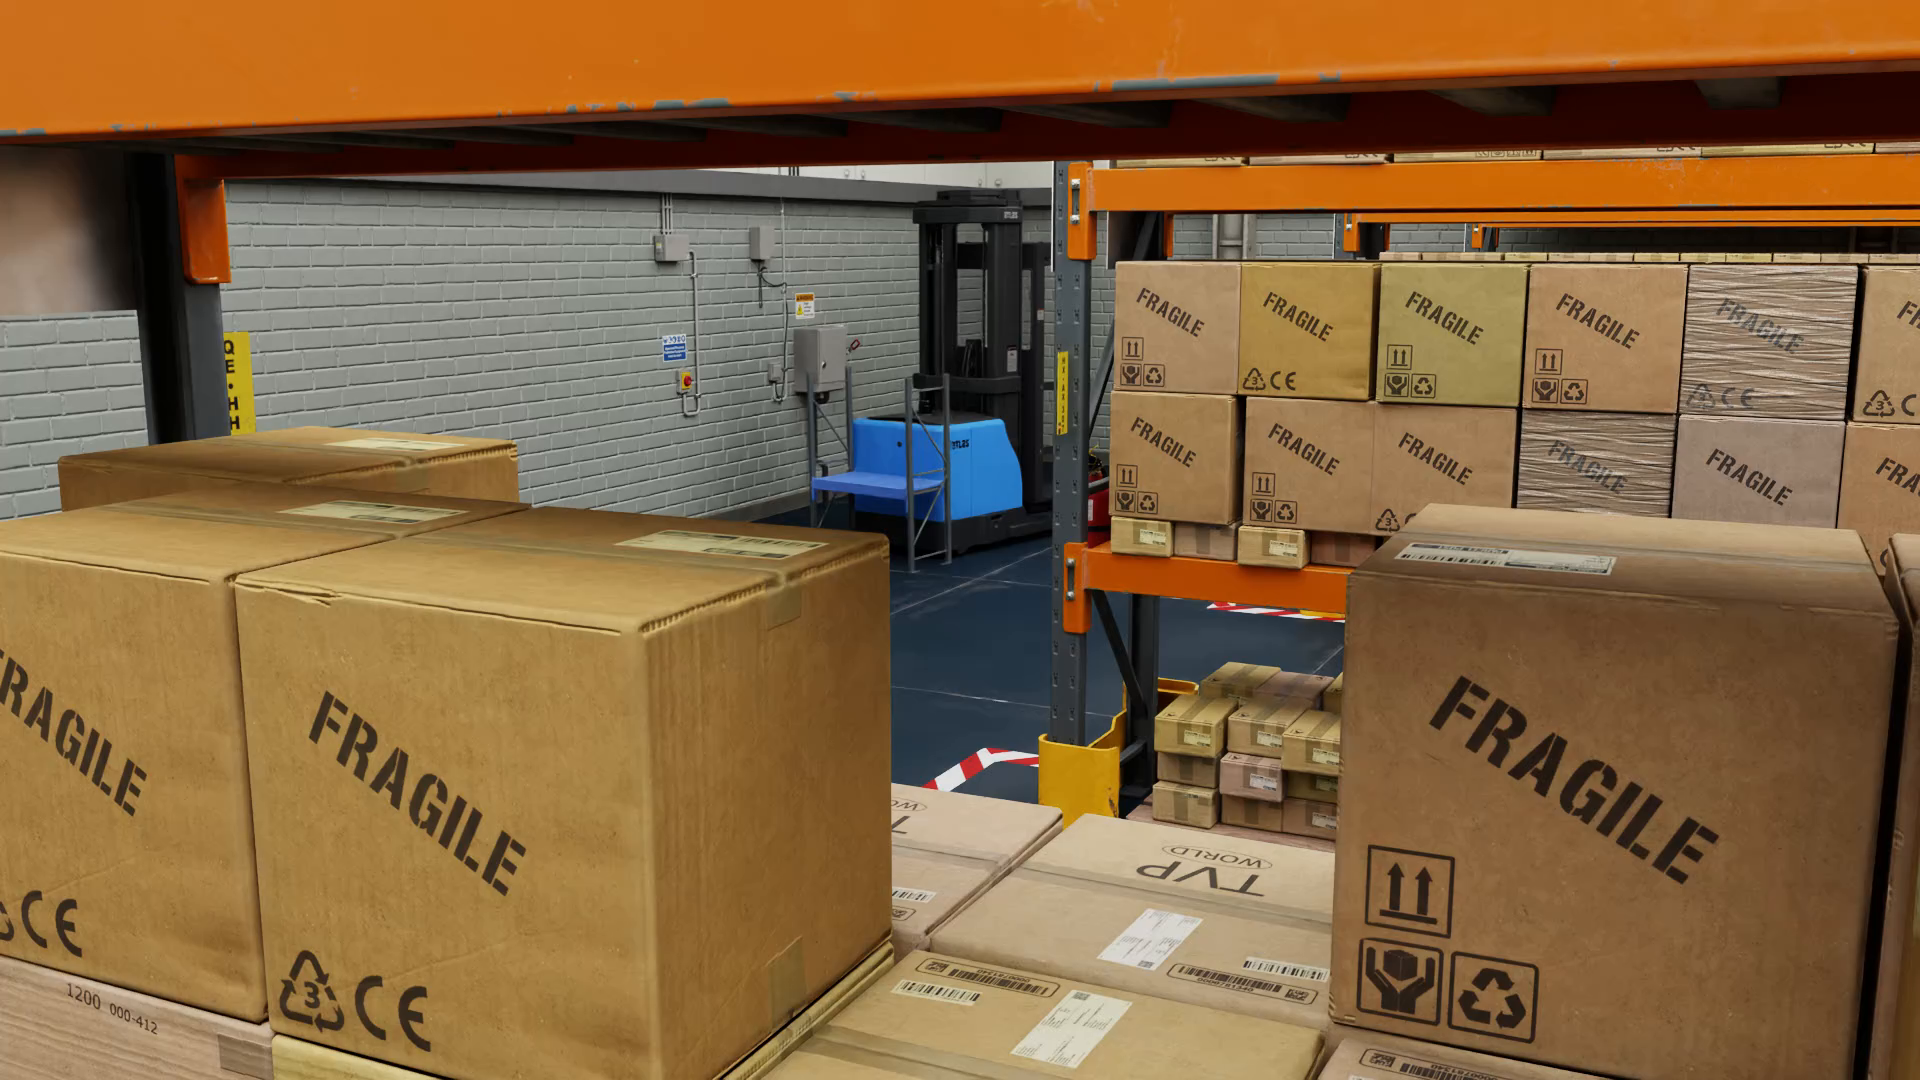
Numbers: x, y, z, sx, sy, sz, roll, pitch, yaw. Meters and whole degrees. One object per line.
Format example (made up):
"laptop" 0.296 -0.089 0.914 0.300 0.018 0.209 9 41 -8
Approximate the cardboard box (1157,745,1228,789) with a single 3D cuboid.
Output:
"cardboard box" 1.005 0.889 6.886 0.250 0.149 0.380 6 12 28

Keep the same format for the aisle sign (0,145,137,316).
"aisle sign" -1.569 -0.792 2.882 0.004 0.787 0.394 5 11 26

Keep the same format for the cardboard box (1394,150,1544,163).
"cardboard box" 1.876 -1.488 6.030 0.500 0.250 0.500 5 11 24

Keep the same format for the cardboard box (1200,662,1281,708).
"cardboard box" 1.235 0.662 7.307 0.250 0.149 0.380 5 11 26

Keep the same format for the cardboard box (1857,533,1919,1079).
"cardboard box" 1.196 0.296 1.652 0.500 0.500 0.500 5 11 26

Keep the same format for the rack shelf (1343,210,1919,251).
"rack shelf" 4.542 -2.006 10.489 4.000 0.370 1.077 5 11 26

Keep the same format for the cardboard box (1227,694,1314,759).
"cardboard box" 1.268 0.758 6.772 0.250 0.149 0.380 5 12 27

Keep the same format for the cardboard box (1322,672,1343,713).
"cardboard box" 1.724 0.691 7.147 0.250 0.149 0.380 5 11 25

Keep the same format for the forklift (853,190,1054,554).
"forklift" 0.414 -1.540 14.507 1.130 2.935 3.031 8 13 38

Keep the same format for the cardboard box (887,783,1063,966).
"cardboard box" -0.174 0.544 2.385 0.500 0.250 0.500 5 11 24

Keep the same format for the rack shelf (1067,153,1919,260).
"rack shelf" 2.442 -1.207 6.077 4.000 0.370 1.077 5 11 26

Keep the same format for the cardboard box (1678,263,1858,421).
"cardboard box" 2.776 -0.692 5.706 0.500 0.500 0.500 5 12 27

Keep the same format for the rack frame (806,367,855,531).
"rack frame" -1.040 -0.630 13.473 0.032 1.500 0.500 8 14 38

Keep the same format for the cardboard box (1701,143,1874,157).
"cardboard box" 2.778 -1.407 5.579 0.500 0.250 0.500 5 11 25

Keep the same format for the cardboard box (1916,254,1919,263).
"cardboard box" 5.730 -1.598 9.729 0.250 0.149 0.380 5 12 27

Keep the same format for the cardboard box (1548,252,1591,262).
"cardboard box" 3.896 -1.752 10.576 0.250 0.149 0.380 5 11 26

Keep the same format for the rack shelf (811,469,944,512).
"rack shelf" -0.639 -0.398 13.198 1.000 0.185 0.538 8 14 38

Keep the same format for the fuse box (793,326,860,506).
"fuse box" -1.259 -1.172 15.902 0.414 1.711 0.539 5 11 26

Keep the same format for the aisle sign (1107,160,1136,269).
"aisle sign" 0.716 -1.576 7.216 0.004 0.787 0.394 5 11 26

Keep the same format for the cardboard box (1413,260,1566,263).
"cardboard box" 2.093 -0.855 6.607 0.500 0.500 0.500 6 12 29

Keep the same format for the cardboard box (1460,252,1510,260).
"cardboard box" 3.393 -1.782 10.742 0.250 0.149 0.380 5 12 28

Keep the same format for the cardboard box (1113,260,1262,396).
"cardboard box" 0.933 -0.853 6.596 0.500 0.500 0.500 5 11 25

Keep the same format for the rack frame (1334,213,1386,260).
"rack frame" 2.748 -1.042 11.563 0.127 3.000 1.000 5 11 26

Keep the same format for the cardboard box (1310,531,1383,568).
"cardboard box" 1.551 0.000 6.512 0.250 0.149 0.380 6 12 28

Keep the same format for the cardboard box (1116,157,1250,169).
"cardboard box" 0.938 -1.569 6.476 0.500 0.250 0.500 5 12 28

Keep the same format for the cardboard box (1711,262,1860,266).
"cardboard box" 3.029 -0.773 6.155 0.500 0.500 0.500 5 12 27

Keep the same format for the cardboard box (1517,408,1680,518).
"cardboard box" 2.313 -0.241 6.024 0.500 0.500 0.500 5 11 24

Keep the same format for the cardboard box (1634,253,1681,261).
"cardboard box" 4.316 -1.701 10.296 0.250 0.149 0.380 5 11 24

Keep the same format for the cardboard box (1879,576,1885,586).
"cardboard box" 3.182 0.146 5.707 0.250 0.149 0.380 5 11 24

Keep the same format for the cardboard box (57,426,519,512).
"cardboard box" -1.084 0.096 2.758 0.500 0.500 0.500 5 11 27

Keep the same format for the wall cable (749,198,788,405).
"wall cable" -1.702 -2.210 15.163 0.122 1.984 0.588 5 11 26

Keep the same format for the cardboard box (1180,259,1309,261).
"cardboard box" 1.169 -0.934 7.046 0.500 0.500 0.500 5 11 25

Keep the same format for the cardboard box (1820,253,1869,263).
"cardboard box" 5.275 -1.637 9.941 0.250 0.149 0.380 5 11 25

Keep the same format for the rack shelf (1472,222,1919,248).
"rack shelf" 6.734 -2.799 14.871 4.000 0.370 1.077 5 11 26

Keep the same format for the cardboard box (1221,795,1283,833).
"cardboard box" 1.248 1.053 6.815 0.250 0.149 0.380 5 11 26

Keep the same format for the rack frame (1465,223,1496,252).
"rack frame" 4.941 -1.835 15.945 0.127 3.000 1.000 5 11 26

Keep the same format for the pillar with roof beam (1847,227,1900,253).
"pillar with roof beam" 6.398 -3.983 10.968 0.400 9.000 9.100 5 11 26

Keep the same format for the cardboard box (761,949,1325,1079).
"cardboard box" 0.062 0.670 1.692 0.500 0.250 0.500 5 11 25

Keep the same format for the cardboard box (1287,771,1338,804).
"cardboard box" 1.484 0.925 6.688 0.250 0.149 0.380 5 11 27

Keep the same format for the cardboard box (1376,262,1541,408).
"cardboard box" 1.845 -0.770 6.136 0.500 0.500 0.500 5 11 25

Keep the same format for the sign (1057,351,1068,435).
"sign" 0.408 -0.582 6.595 0.005 0.325 0.100 5 11 26

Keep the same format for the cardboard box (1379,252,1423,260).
"cardboard box" 2.944 -1.830 11.008 0.250 0.149 0.380 5 12 27

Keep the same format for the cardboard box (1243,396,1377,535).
"cardboard box" 1.420 -0.321 6.465 0.500 0.500 0.500 5 11 26

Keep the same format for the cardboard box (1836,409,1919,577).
"cardboard box" 3.212 -0.158 5.562 0.500 0.500 0.500 5 11 24

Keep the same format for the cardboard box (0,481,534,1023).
"cardboard box" -0.878 0.220 2.073 0.500 0.500 0.500 5 11 24

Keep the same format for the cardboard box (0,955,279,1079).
"cardboard box" -0.857 0.589 2.137 0.500 0.250 0.500 5 11 25

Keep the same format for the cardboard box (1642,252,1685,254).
"cardboard box" 4.554 -1.790 10.789 0.250 0.149 0.380 5 12 28

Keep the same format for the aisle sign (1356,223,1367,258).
"aisle sign" 2.821 -2.376 11.636 0.004 0.787 0.394 5 11 26

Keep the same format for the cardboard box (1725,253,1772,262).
"cardboard box" 4.800 -1.671 10.131 0.250 0.149 0.380 5 11 25

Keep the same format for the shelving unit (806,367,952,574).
"shelving unit" -0.641 -0.574 13.163 1.048 1.500 0.538 8 14 38

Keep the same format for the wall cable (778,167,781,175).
"wall cable" -2.143 -4.517 13.919 0.029 3.000 2.355 5 11 26

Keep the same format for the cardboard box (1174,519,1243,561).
"cardboard box" 1.040 -0.028 6.668 0.250 0.149 0.380 5 12 28

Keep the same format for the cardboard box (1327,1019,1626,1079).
"cardboard box" 0.734 0.625 1.940 0.500 0.250 0.500 5 12 27

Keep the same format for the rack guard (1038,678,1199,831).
"rack guard" 0.716 0.993 7.340 0.348 0.500 1.175 5 11 26
